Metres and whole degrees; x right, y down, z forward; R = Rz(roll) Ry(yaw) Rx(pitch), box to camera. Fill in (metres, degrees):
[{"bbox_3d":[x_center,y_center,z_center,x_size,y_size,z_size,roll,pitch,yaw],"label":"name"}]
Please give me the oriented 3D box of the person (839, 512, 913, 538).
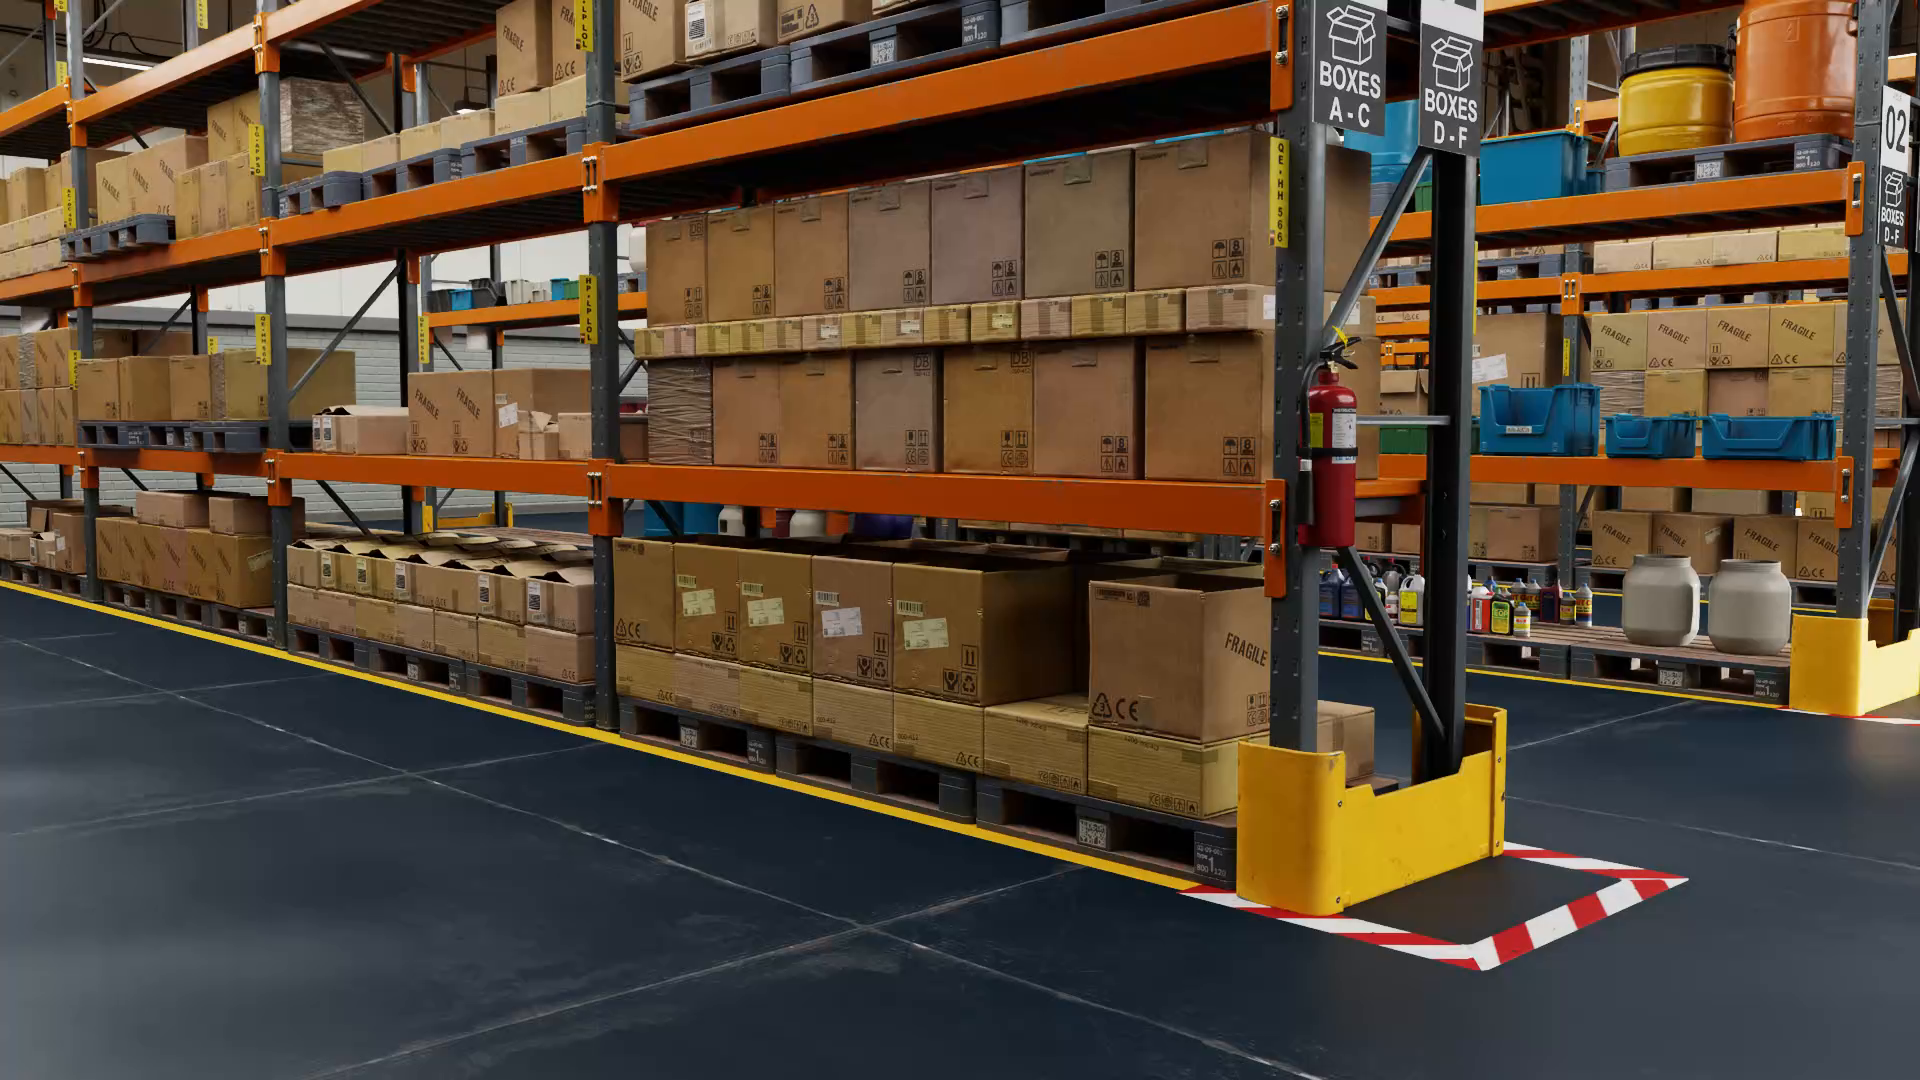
[{"bbox_3d":[-0.607,-0.137,11.668,0.452,1.634,0.517,-4,6,-43],"label":"person"}]
